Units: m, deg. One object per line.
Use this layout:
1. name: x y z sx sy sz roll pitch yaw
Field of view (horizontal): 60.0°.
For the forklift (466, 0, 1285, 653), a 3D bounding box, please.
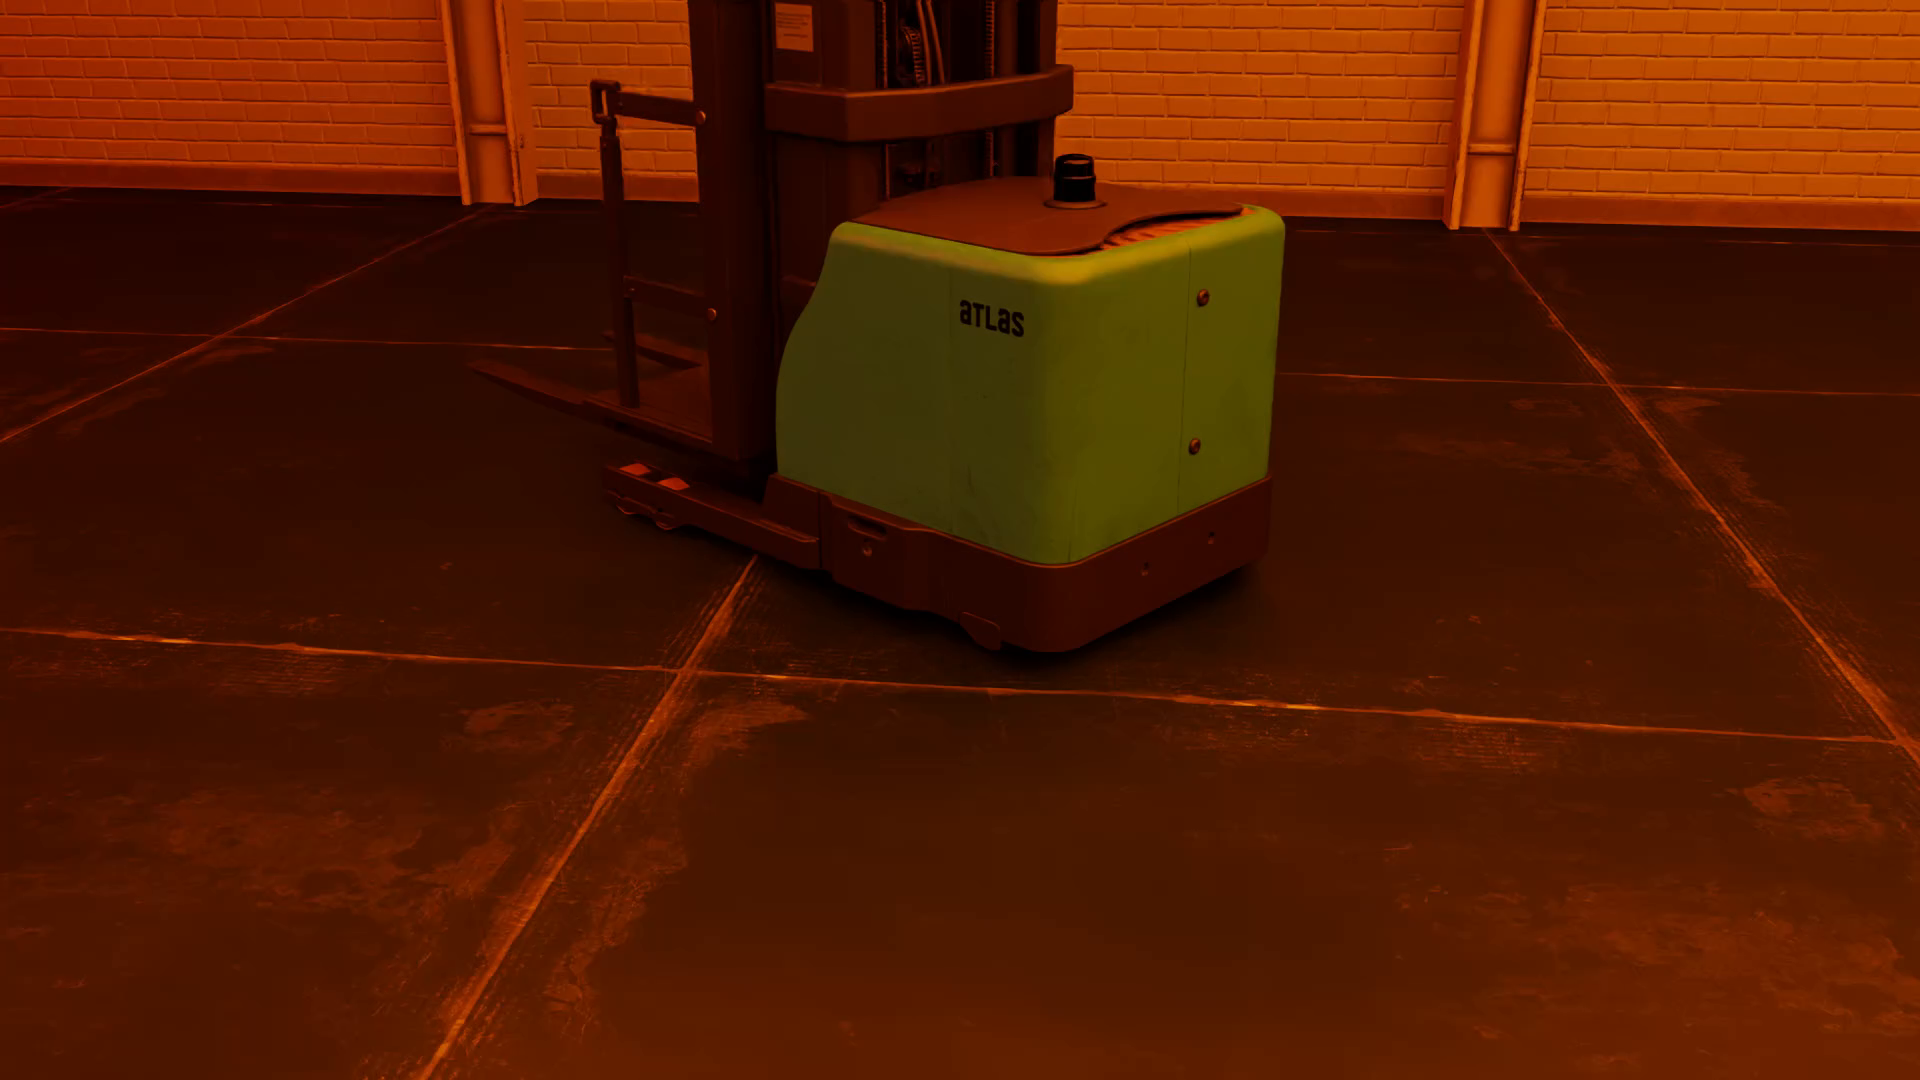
1. forklift: -0.512 -1.515 5.016 3.031 2.935 1.130 19 29 39
